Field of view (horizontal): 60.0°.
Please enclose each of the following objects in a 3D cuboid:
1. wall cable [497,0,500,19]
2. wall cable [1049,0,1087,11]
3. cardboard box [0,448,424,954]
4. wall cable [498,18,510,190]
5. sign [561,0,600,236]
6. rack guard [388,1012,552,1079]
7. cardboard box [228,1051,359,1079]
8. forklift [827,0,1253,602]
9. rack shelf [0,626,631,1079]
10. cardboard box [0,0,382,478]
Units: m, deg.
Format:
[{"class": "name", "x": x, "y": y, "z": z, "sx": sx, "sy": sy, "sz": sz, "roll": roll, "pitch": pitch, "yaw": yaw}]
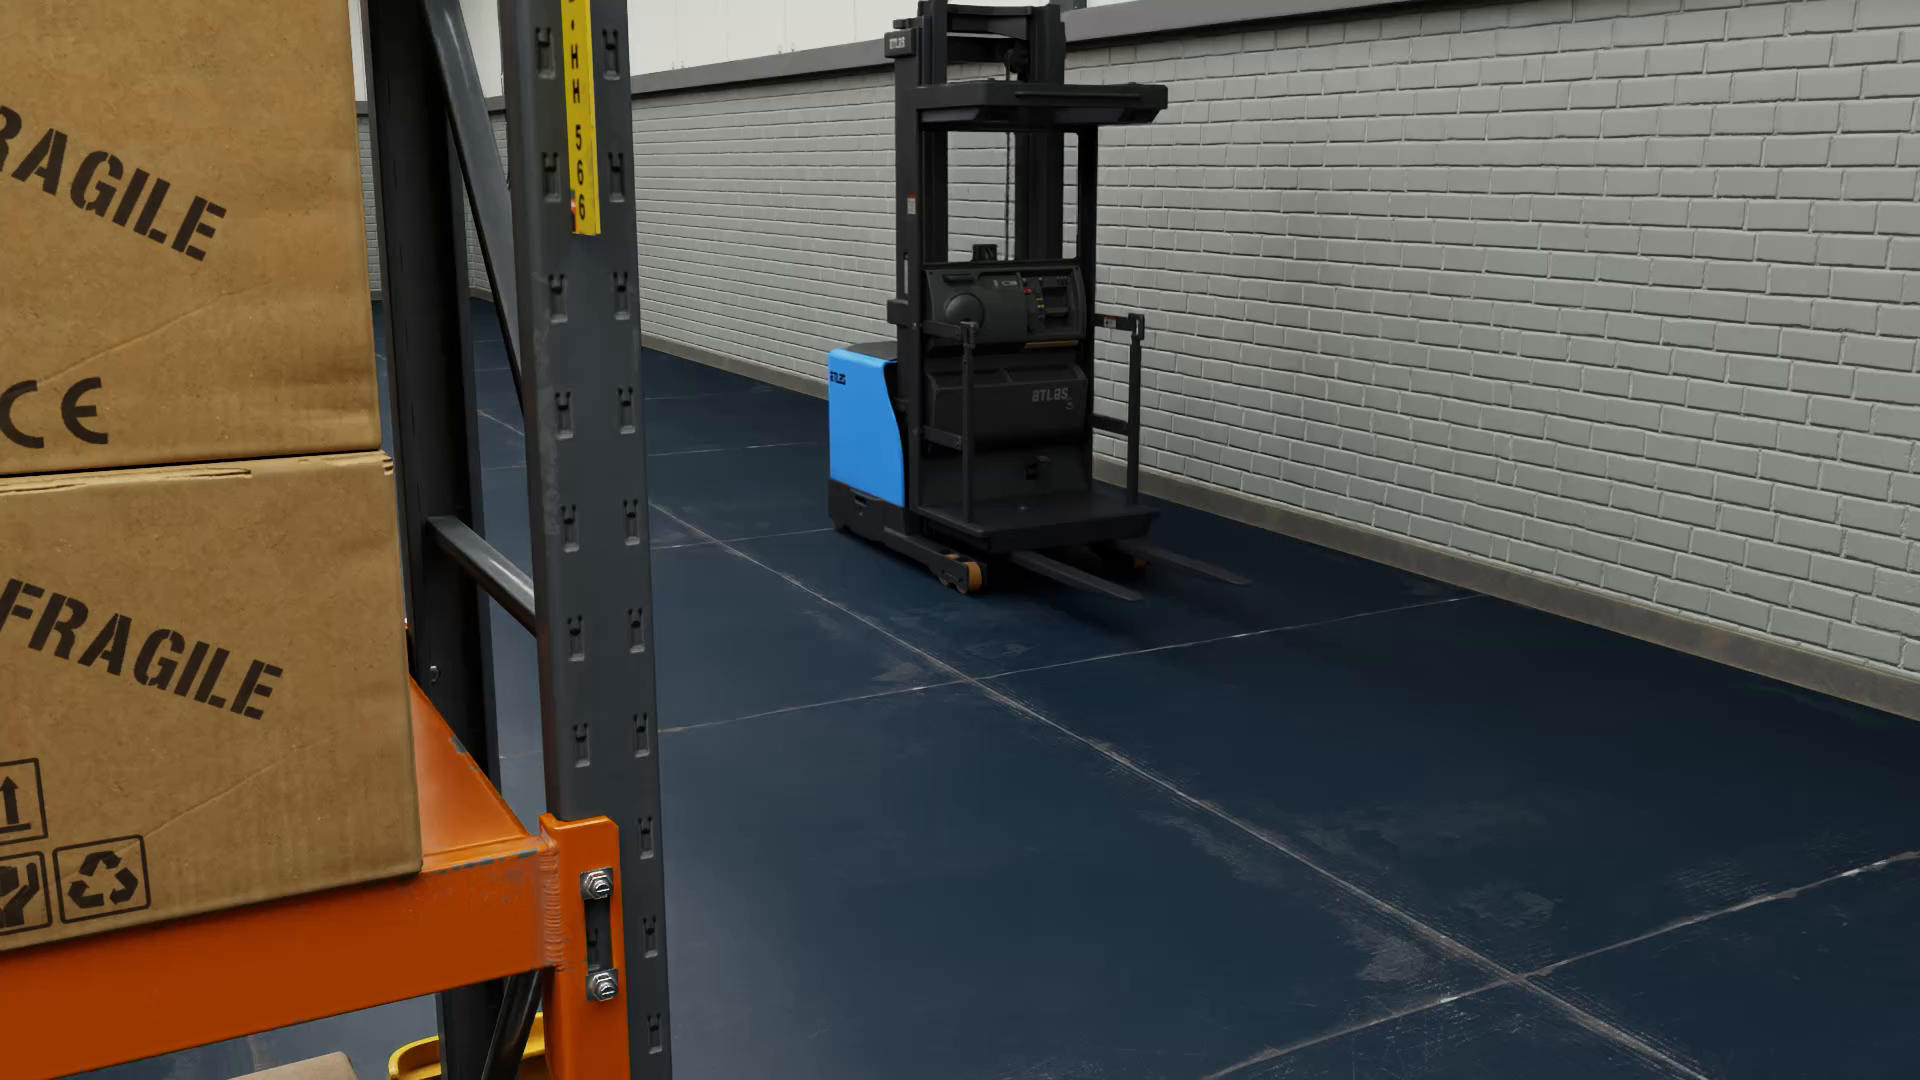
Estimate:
[{"class": "wall cable", "x": -6.104, "y": -8.581, "z": 22.814, "sx": 0.112, "sy": 2.526, "sz": 3.097, "roll": -7, "pitch": 14, "yaw": -28}, {"class": "wall cable", "x": 1.198, "y": -6.264, "z": 9.620, "sx": 0.120, "sy": 5.999, "sz": 2.277, "roll": -7, "pitch": 14, "yaw": -28}, {"class": "cardboard box", "x": -0.964, "y": 0.126, "z": 1.991, "sx": 0.500, "sy": 0.500, "sz": 0.500, "roll": -7, "pitch": 14, "yaw": -28}, {"class": "wall cable", "x": -7.401, "y": -6.639, "z": 25.685, "sx": 0.112, "sy": 2.526, "sz": 3.097, "roll": -7, "pitch": 14, "yaw": -28}, {"class": "sign", "x": -0.420, "y": -0.502, "z": 1.829, "sx": 0.005, "sy": 0.325, "sz": 0.100, "roll": -7, "pitch": 14, "yaw": -28}, {"class": "rack guard", "x": -0.647, "y": 1.290, "z": 2.739, "sx": 0.348, "sy": 0.500, "sz": 1.175, "roll": -7, "pitch": 14, "yaw": -28}, {"class": "cardboard box", "x": -1.199, "y": 1.207, "z": 2.295, "sx": 0.875, "sy": 0.438, "sz": 0.875, "roll": -7, "pitch": 15, "yaw": -30}, {"class": "forklift", "x": 0.352, "y": -1.270, "z": 8.579, "sx": 1.130, "sy": 2.935, "sz": 3.031, "roll": -7, "pitch": 14, "yaw": -27}, {"class": "rack shelf", "x": -2.423, "y": 0.634, "z": 1.598, "sx": 4.000, "sy": 0.370, "sz": 1.077, "roll": -7, "pitch": 14, "yaw": -28}, {"class": "cardboard box", "x": -0.977, "y": -0.367, "z": 1.904, "sx": 0.500, "sy": 0.500, "sz": 0.500, "roll": -6, "pitch": 14, "yaw": -26}]
